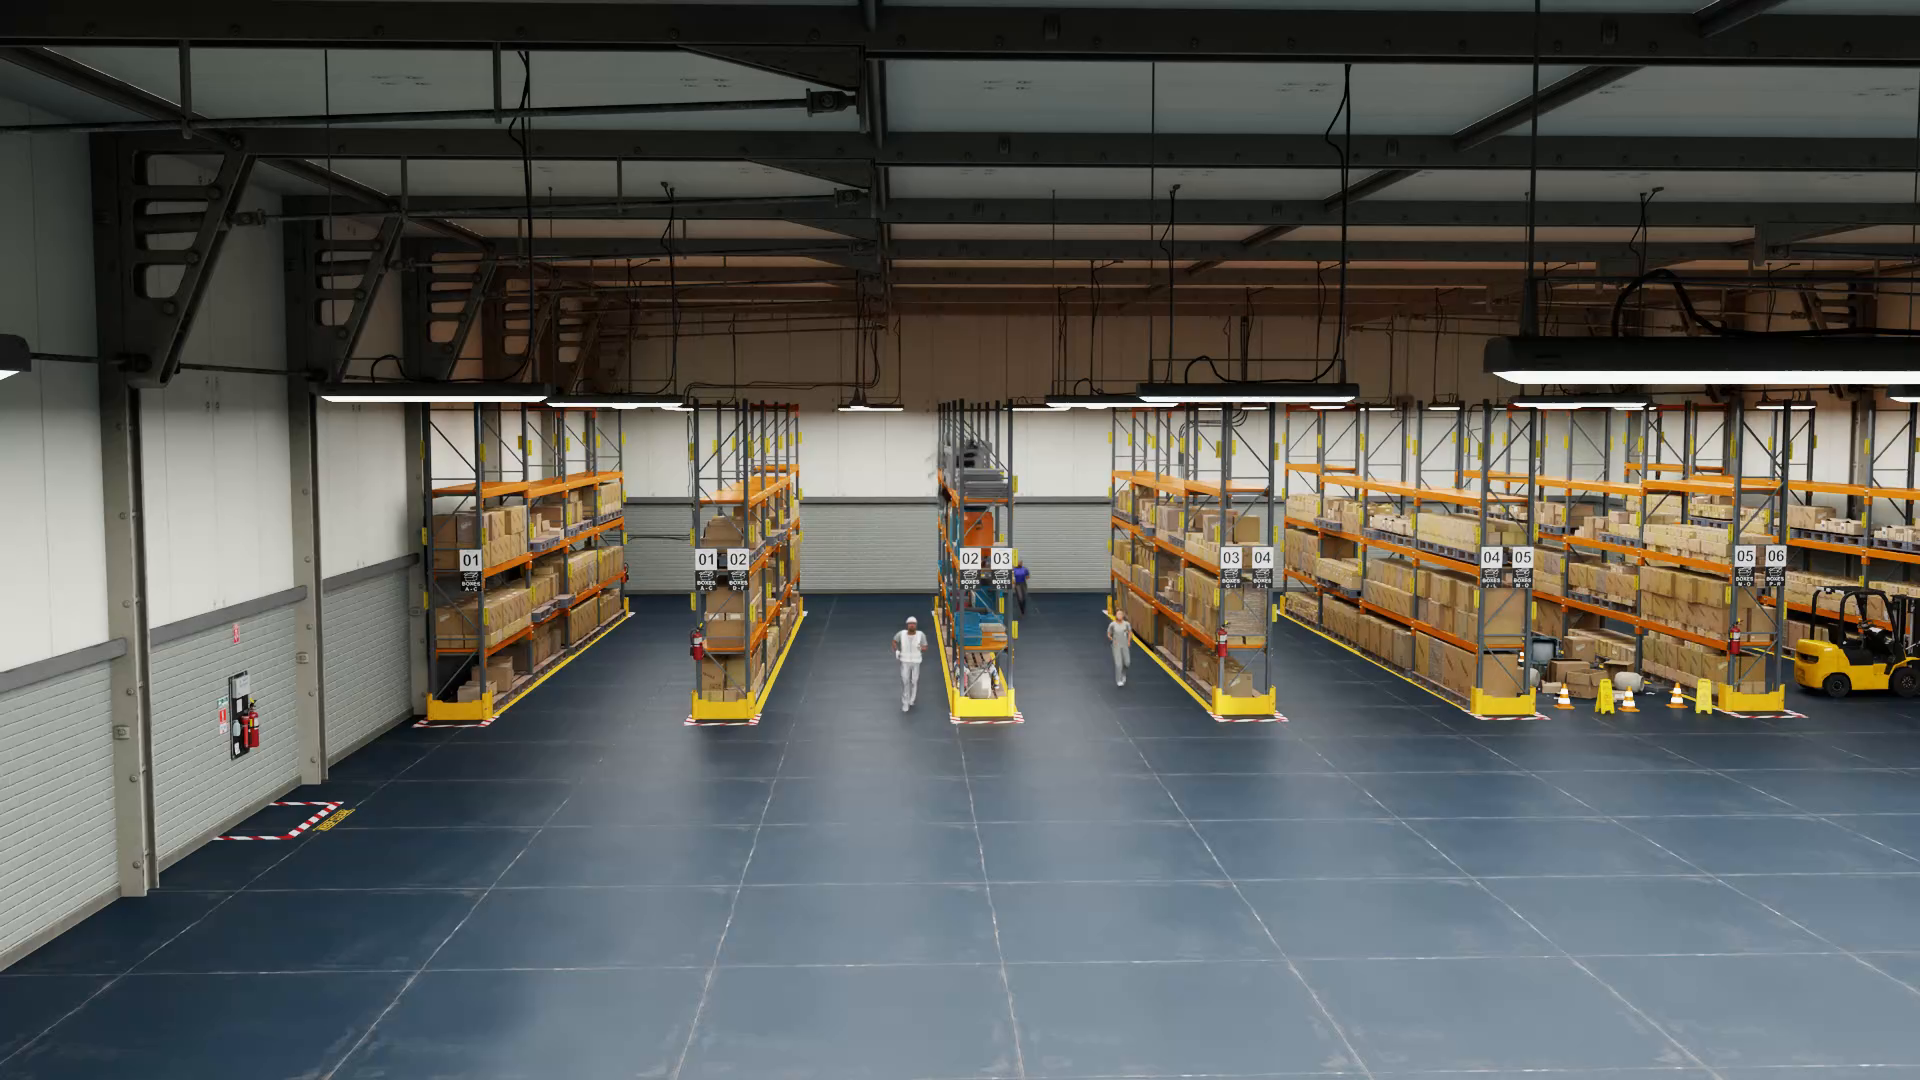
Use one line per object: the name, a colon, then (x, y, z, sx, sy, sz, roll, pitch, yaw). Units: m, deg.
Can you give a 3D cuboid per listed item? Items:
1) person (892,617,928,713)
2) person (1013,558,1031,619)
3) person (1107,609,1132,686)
person: (-0.954, 2.387, 32.137, 0.660, 1.814, 0.757, -1, 4, -7)
person: (1.691, 1.358, 46.762, 0.582, 1.709, 0.761, -1, 4, -15)
person: (3.363, 2.256, 34.847, 0.539, 1.626, 0.541, 0, 4, -4)
